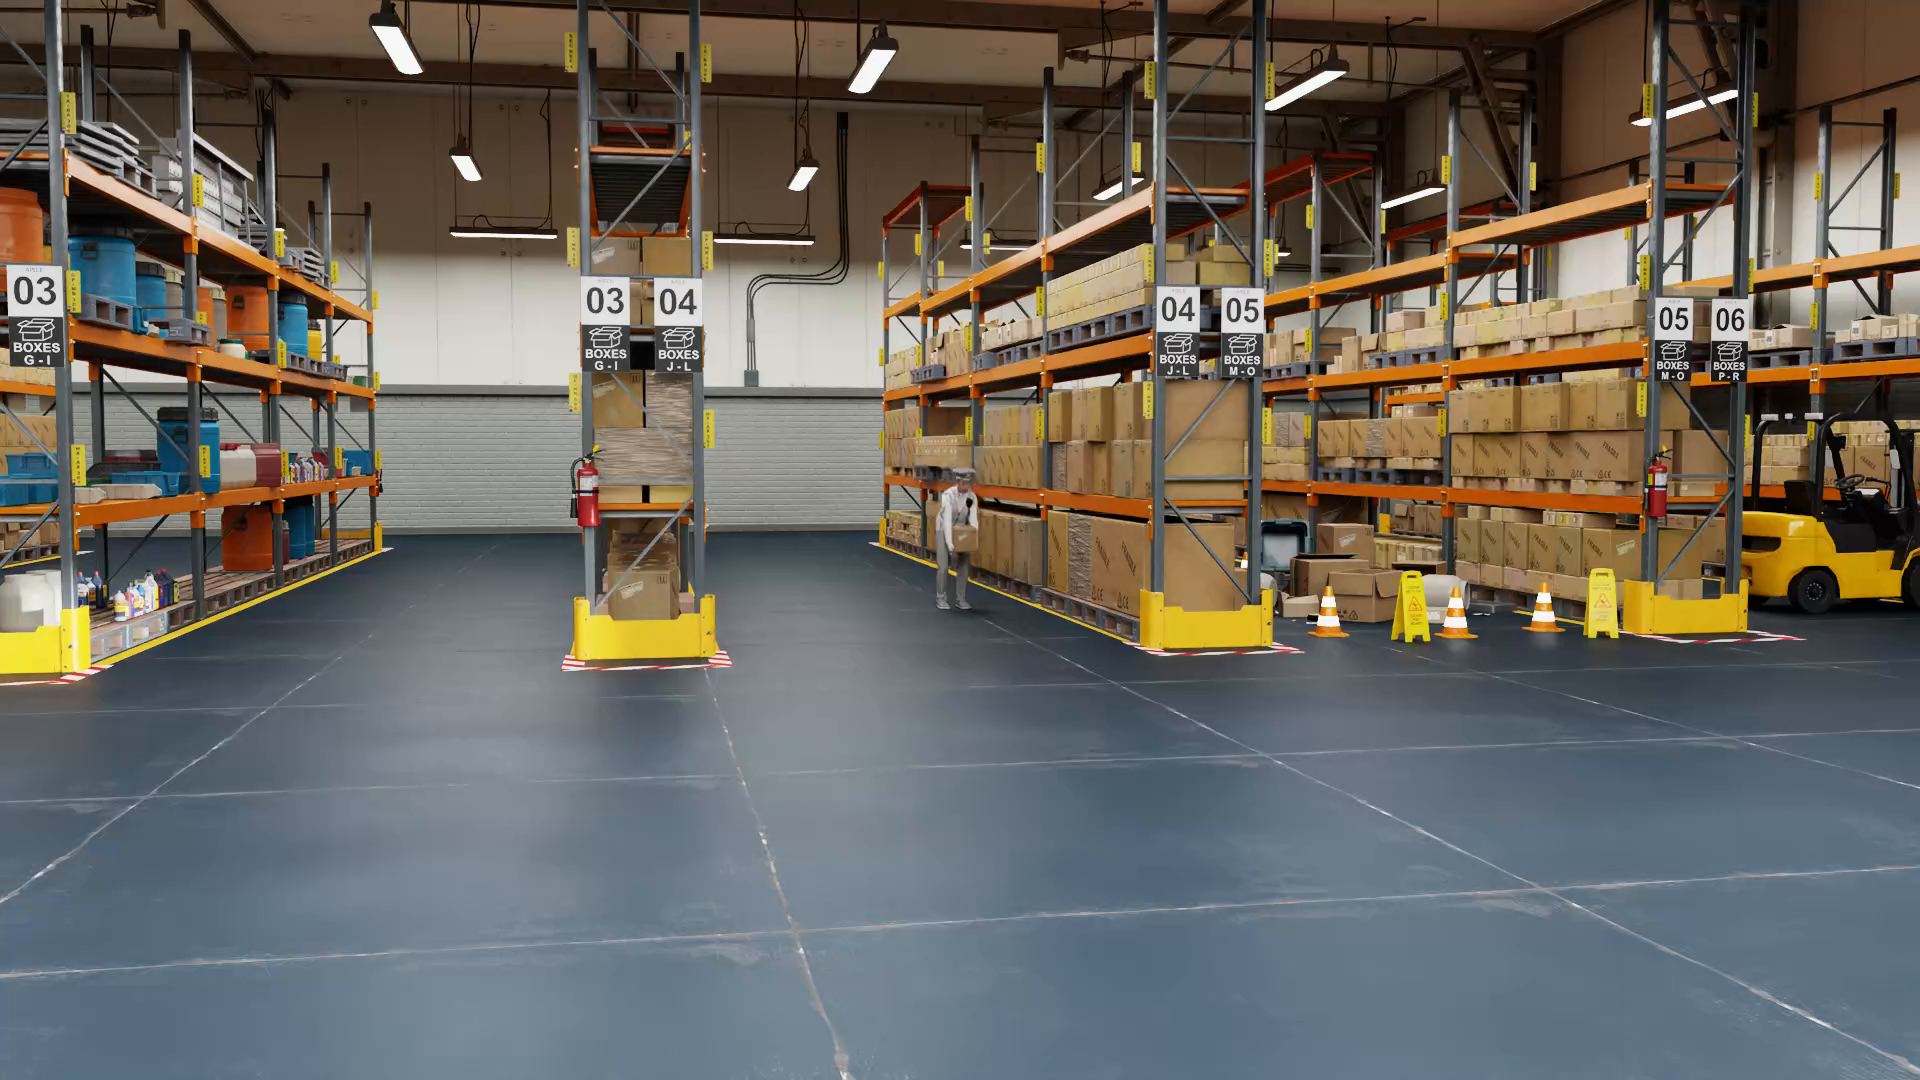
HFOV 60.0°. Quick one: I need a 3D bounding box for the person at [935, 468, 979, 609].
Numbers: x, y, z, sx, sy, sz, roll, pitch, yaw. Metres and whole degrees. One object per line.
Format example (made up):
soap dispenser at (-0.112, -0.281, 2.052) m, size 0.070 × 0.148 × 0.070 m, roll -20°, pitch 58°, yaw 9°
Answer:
person at (-0.025, -0.012, 18.334) m, size 0.414 × 1.566 × 0.633 m, roll -1°, pitch 3°, yaw -19°
